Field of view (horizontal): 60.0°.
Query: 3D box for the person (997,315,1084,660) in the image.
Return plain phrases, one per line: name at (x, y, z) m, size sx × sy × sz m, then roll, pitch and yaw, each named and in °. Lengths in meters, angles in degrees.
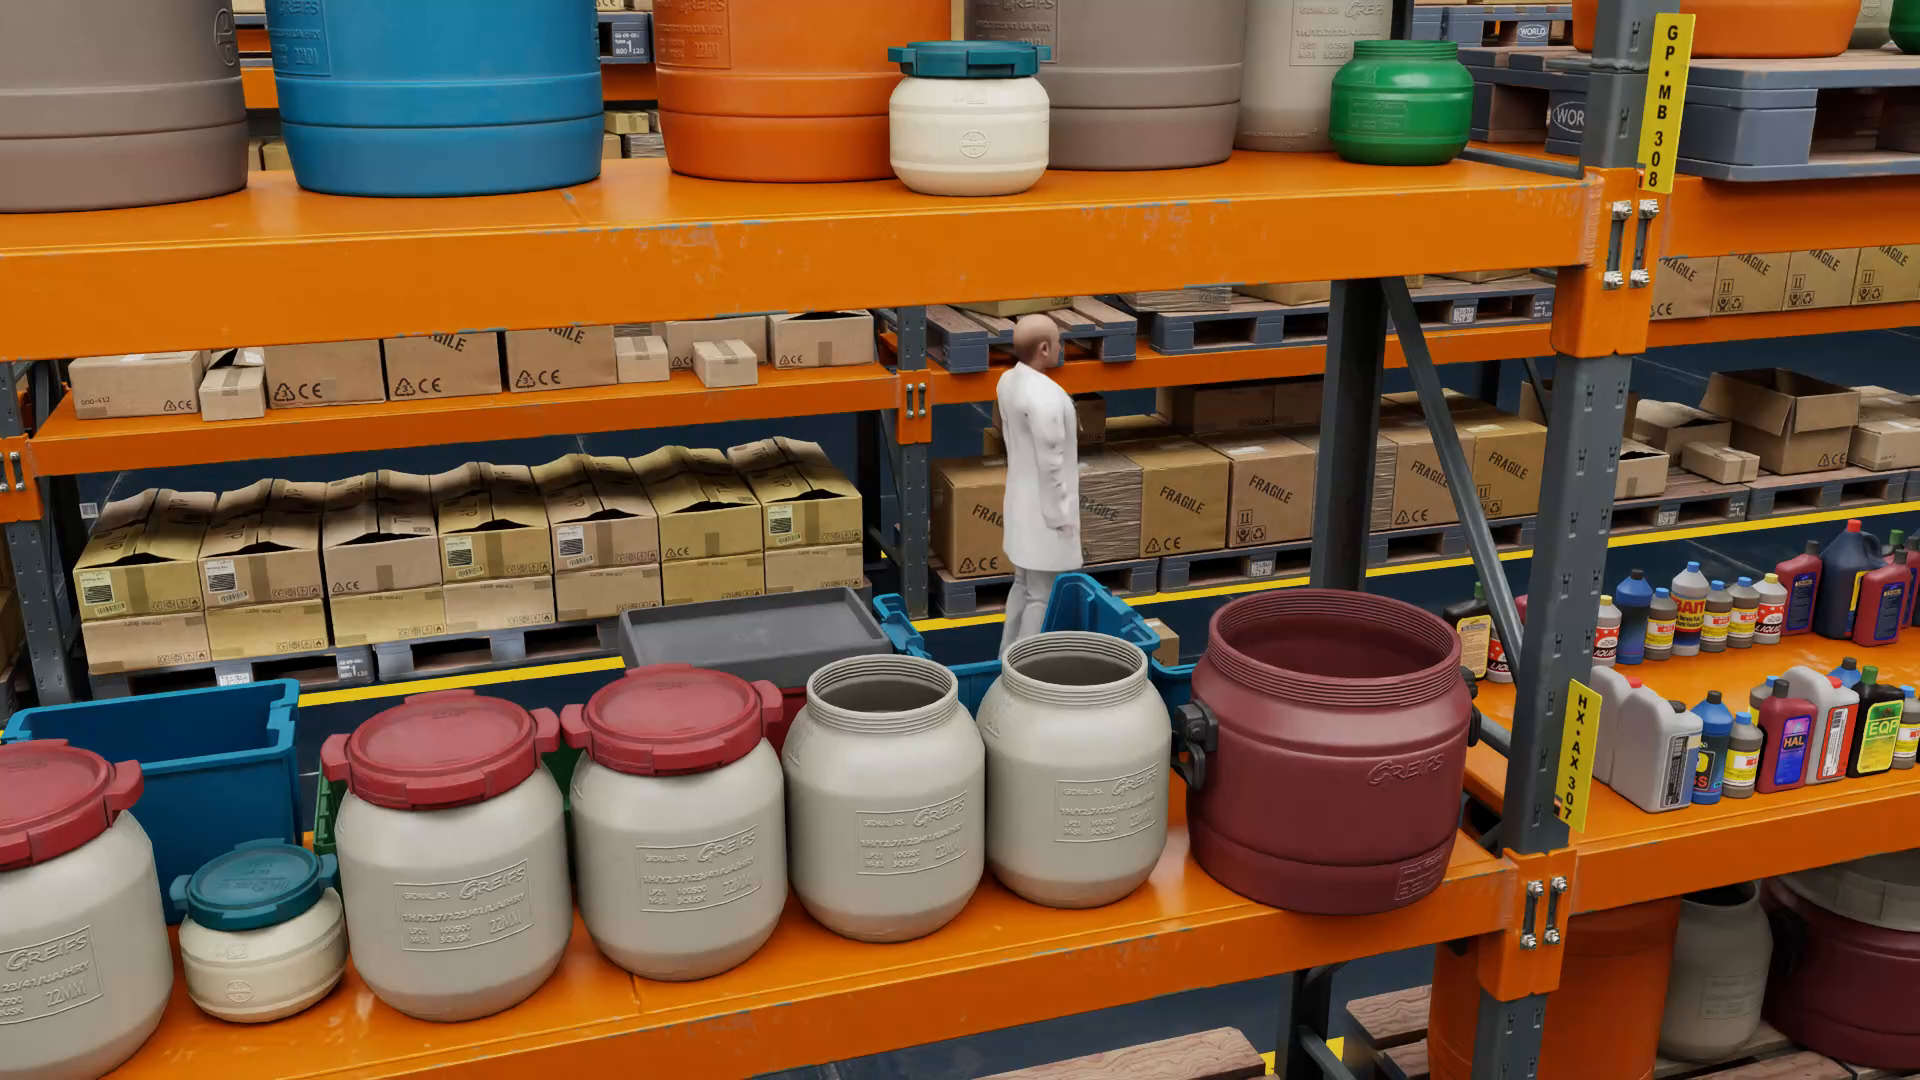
person at (0.370, -0.136, 7.487) m, size 0.385 × 1.780 × 0.561 m, roll -6°, pitch 20°, yaw -16°
